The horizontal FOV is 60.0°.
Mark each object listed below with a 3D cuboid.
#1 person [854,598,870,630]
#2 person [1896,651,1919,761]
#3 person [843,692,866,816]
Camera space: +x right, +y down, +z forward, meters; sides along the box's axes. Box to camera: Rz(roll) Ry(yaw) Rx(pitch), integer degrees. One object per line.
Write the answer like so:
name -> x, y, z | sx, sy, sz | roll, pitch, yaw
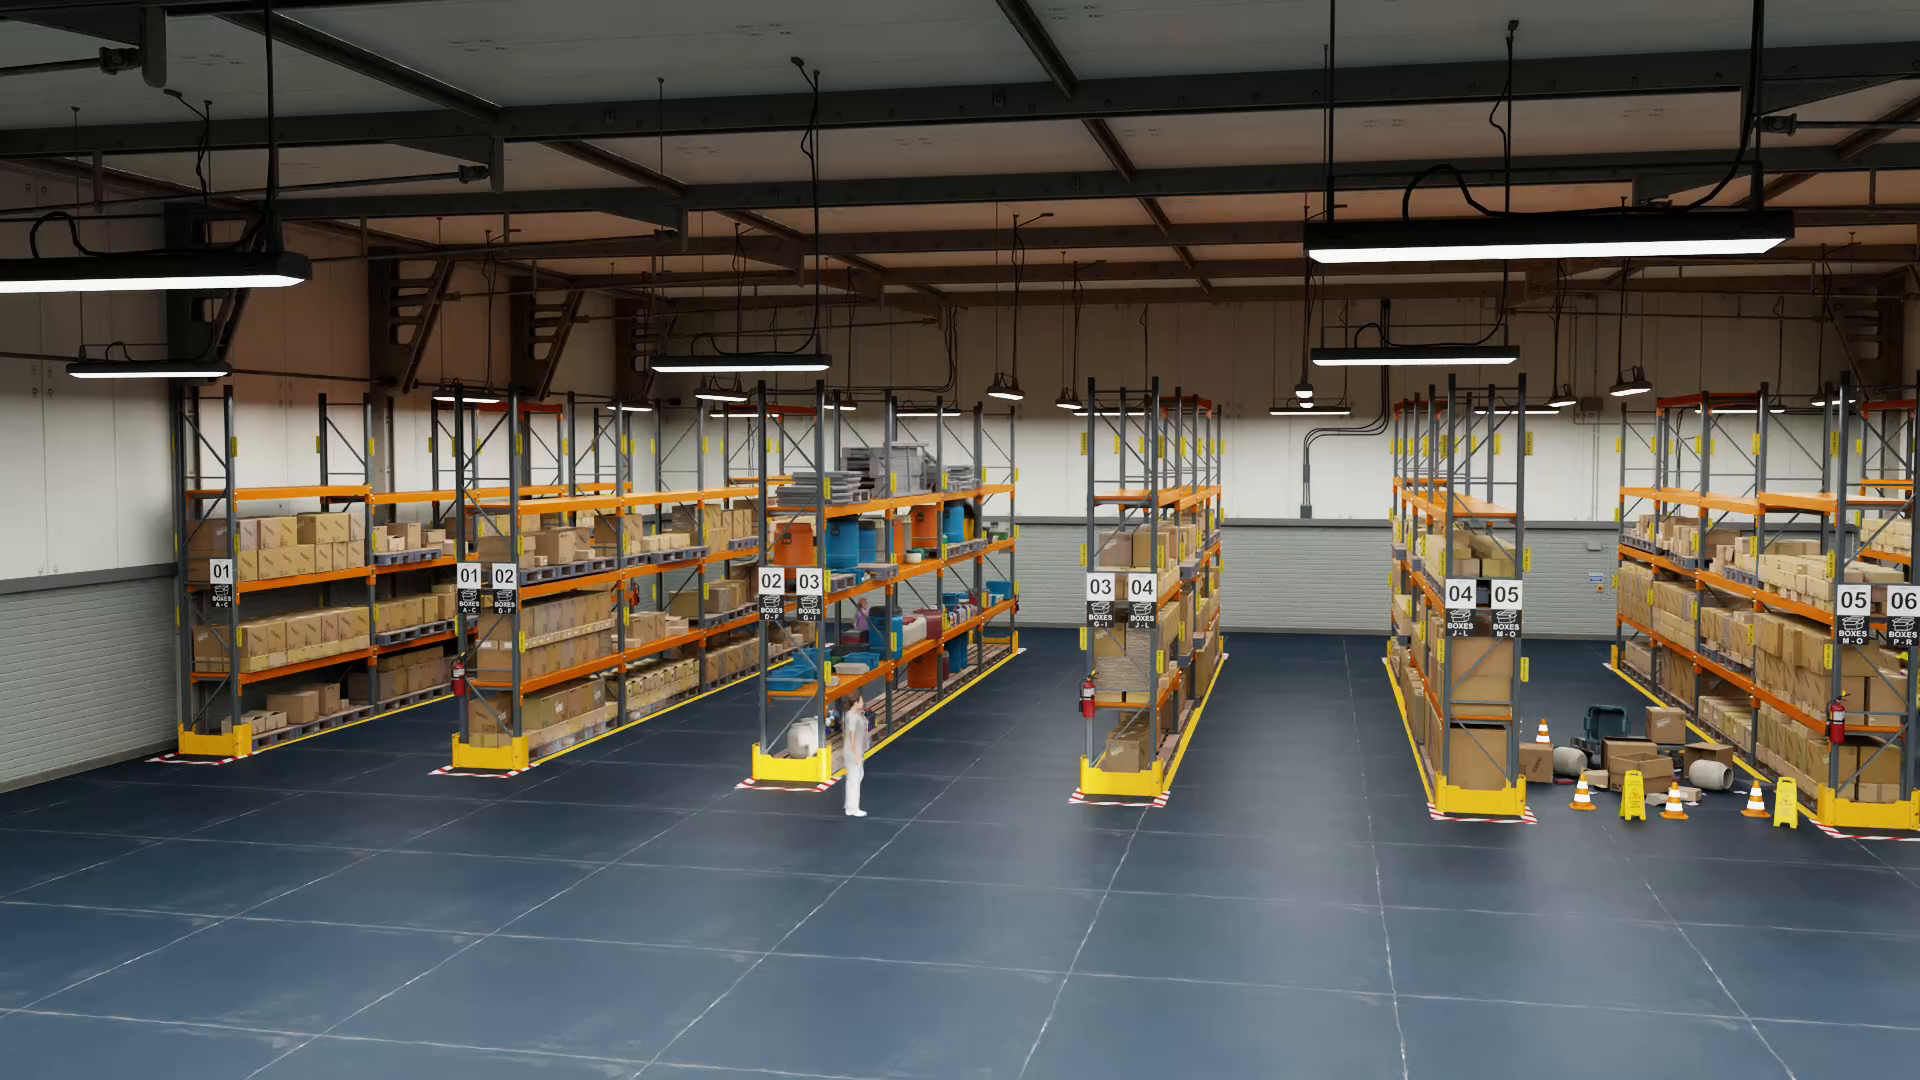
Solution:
person -> -2.077, 2.059, 36.230 | 0.468, 1.564, 0.612 | 0, 3, -1
person -> 14.976, 2.644, 26.331 | 0.645, 1.797, 0.693 | 0, 3, 8
person -> -1.438, 2.937, 22.663 | 0.325, 1.743, 0.534 | 0, 3, -3
